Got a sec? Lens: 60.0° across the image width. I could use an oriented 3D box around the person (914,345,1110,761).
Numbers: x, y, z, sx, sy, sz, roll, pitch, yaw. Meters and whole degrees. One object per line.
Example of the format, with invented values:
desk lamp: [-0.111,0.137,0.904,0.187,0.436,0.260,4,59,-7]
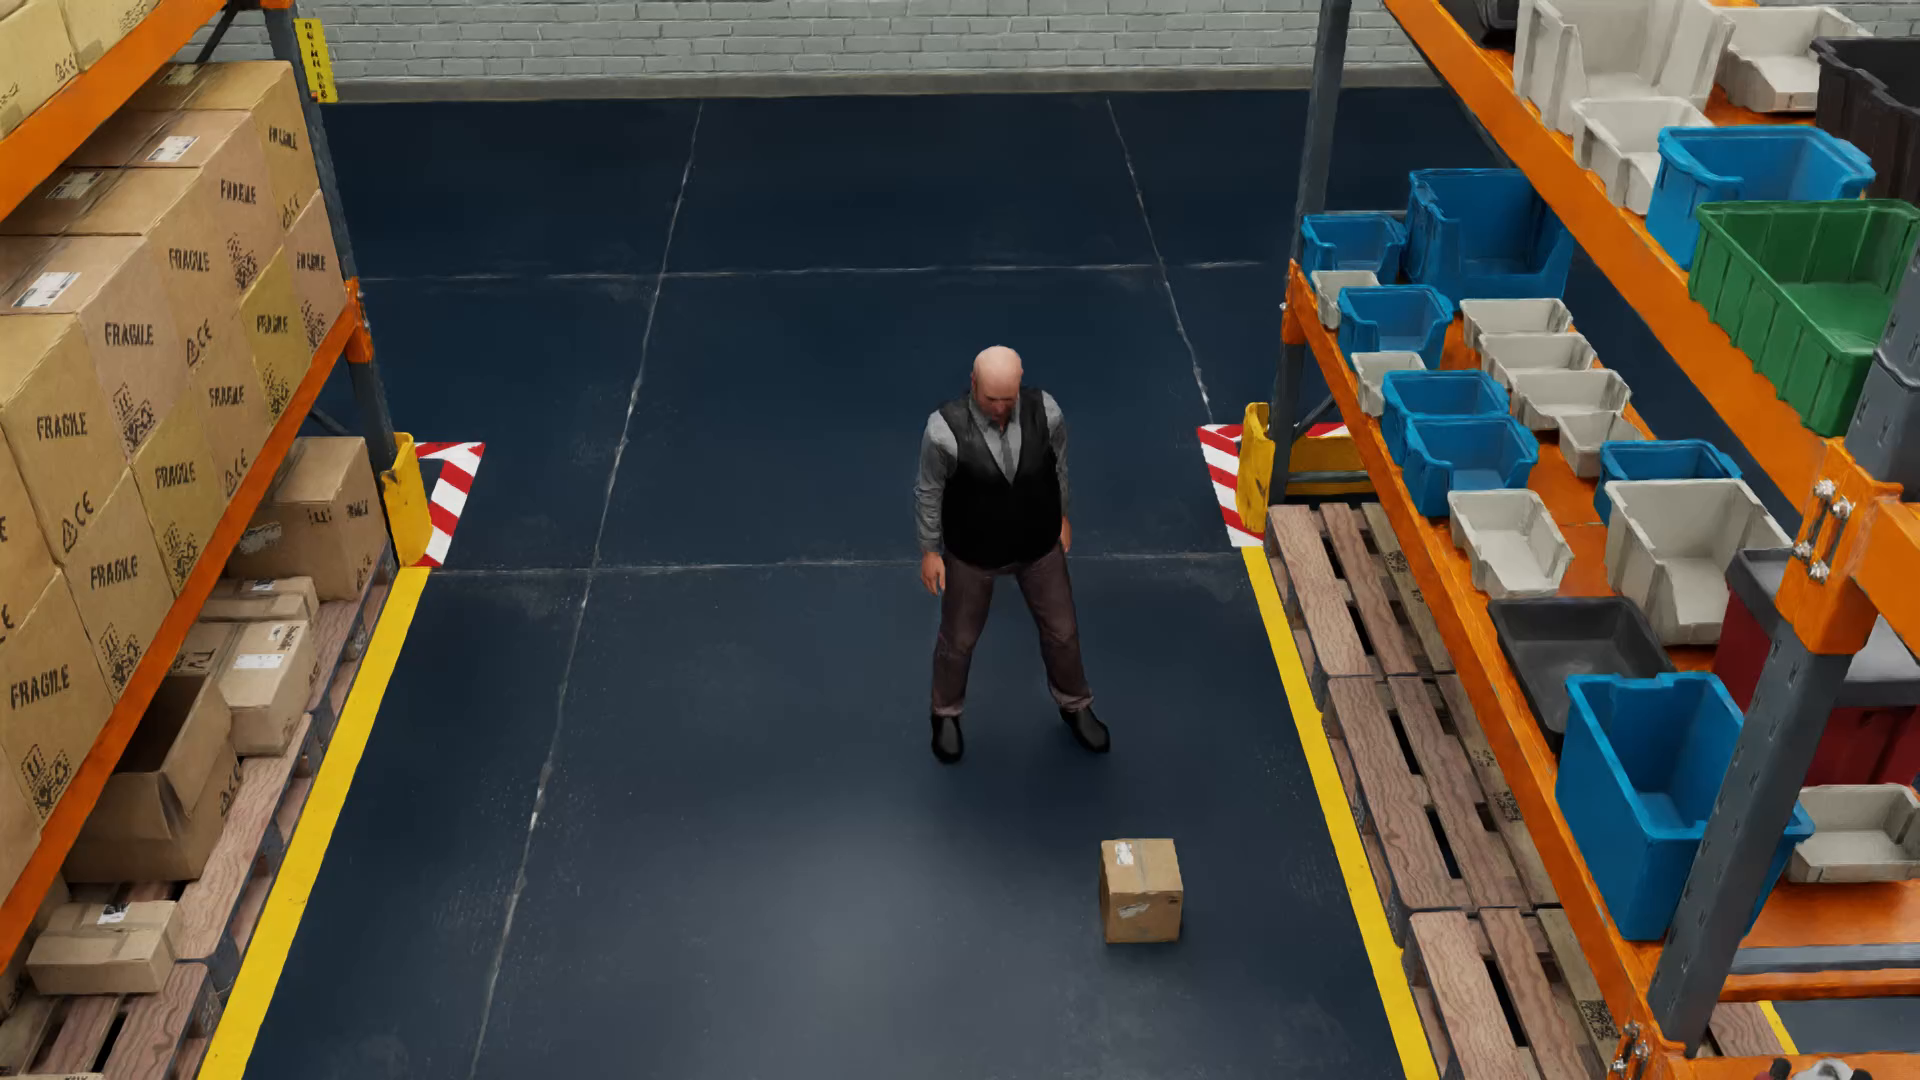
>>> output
person: [0.204,0.055,6.058,0.699,1.714,0.469,-9,36,-13]
